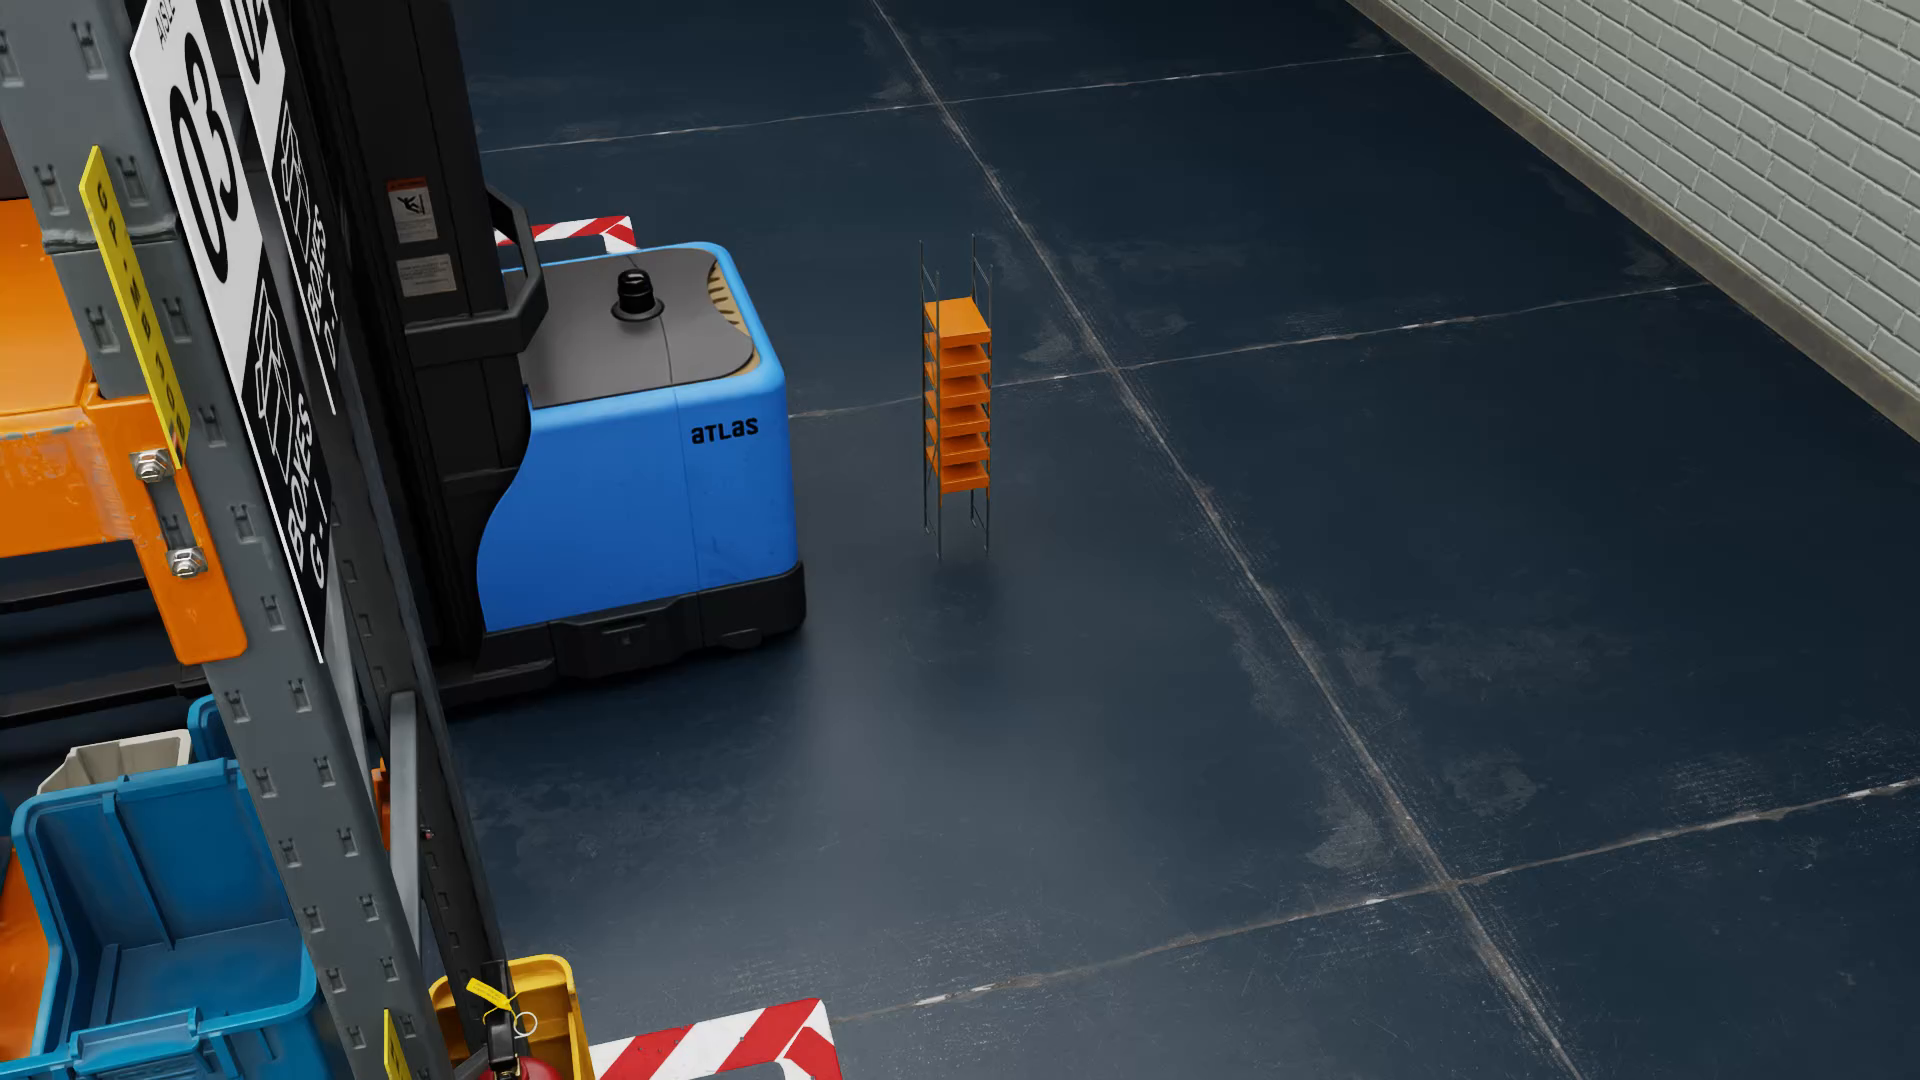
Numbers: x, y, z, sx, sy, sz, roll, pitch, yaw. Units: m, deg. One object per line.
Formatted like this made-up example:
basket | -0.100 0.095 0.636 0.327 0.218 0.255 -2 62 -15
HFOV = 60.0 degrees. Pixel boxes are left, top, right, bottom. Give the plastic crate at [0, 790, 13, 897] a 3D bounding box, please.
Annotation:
plastic crate | -1.959 0.591 3.097 0.300 0.233 0.416 -9 38 -12

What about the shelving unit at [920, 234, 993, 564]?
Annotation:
shelving unit | -0.014 -0.474 5.882 0.189 1.200 0.258 -9 38 -12

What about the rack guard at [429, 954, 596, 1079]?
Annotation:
rack guard | -0.979 1.580 3.774 0.348 0.500 1.175 -9 38 -12

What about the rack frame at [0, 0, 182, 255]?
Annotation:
rack frame | -0.999 -1.785 1.177 0.127 3.000 1.000 -9 38 -12

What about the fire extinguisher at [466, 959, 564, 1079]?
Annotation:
fire extinguisher | -0.735 1.020 2.819 0.183 0.674 0.296 -9 38 -12

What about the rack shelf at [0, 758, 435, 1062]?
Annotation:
rack shelf | -2.930 1.201 2.804 4.000 0.370 1.077 -9 38 -12

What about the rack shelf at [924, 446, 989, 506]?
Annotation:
rack shelf | -0.014 -0.248 6.055 0.180 0.103 0.258 -9 38 -12

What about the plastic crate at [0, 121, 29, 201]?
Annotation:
plastic crate | -1.443 -0.644 2.262 0.590 0.269 0.497 -9 38 -12

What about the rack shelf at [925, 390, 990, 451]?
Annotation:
rack shelf | -0.014 -0.439 5.909 0.180 0.103 0.258 -9 38 -12

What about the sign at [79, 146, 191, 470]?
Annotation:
sign | -0.840 -0.232 1.701 0.005 0.325 0.100 -9 38 -12

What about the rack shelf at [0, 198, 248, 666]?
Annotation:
rack shelf | -2.930 0.009 1.892 4.000 0.370 1.077 -9 38 -12

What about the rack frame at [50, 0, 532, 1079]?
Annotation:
rack frame | -0.999 0.598 2.999 0.127 3.000 1.000 -9 38 -12

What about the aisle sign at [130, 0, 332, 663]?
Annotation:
aisle sign | -0.853 -0.274 2.000 0.004 0.787 0.394 -9 38 -12

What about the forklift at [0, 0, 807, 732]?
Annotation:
forklift | -2.110 -0.828 4.920 3.031 2.935 1.130 -11 39 -14

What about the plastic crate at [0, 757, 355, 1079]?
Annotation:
plastic crate | -1.273 0.723 2.758 0.499 0.435 0.616 -9 38 -12

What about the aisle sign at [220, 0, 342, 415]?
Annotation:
aisle sign | -1.007 -0.620 2.452 0.004 0.787 0.394 -9 38 -12

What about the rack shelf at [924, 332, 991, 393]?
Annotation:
rack shelf | -0.014 -0.630 5.764 0.180 0.103 0.258 -9 38 -12

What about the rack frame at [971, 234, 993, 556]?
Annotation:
rack frame | 0.074 -0.489 5.901 0.006 1.200 0.240 -9 38 -12

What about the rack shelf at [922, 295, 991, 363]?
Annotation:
rack shelf | -0.014 -0.725 5.691 0.180 0.103 0.258 -9 38 -12

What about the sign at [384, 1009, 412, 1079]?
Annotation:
sign | -0.840 0.853 2.531 0.005 0.325 0.100 -9 38 -12

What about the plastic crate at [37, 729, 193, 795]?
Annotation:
plastic crate | -1.654 0.527 3.260 0.298 0.136 0.250 -9 38 -12

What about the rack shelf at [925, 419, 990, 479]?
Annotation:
rack shelf | -0.014 -0.344 5.982 0.180 0.103 0.258 -9 38 -12

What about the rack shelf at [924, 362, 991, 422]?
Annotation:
rack shelf | -0.014 -0.534 5.837 0.180 0.103 0.258 -9 38 -12

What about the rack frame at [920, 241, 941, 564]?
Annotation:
rack frame | -0.102 -0.460 5.864 0.006 1.200 0.240 -9 38 -12

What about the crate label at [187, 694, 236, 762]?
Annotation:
crate label | -1.323 0.487 3.233 0.303 0.233 0.416 -9 38 -12
